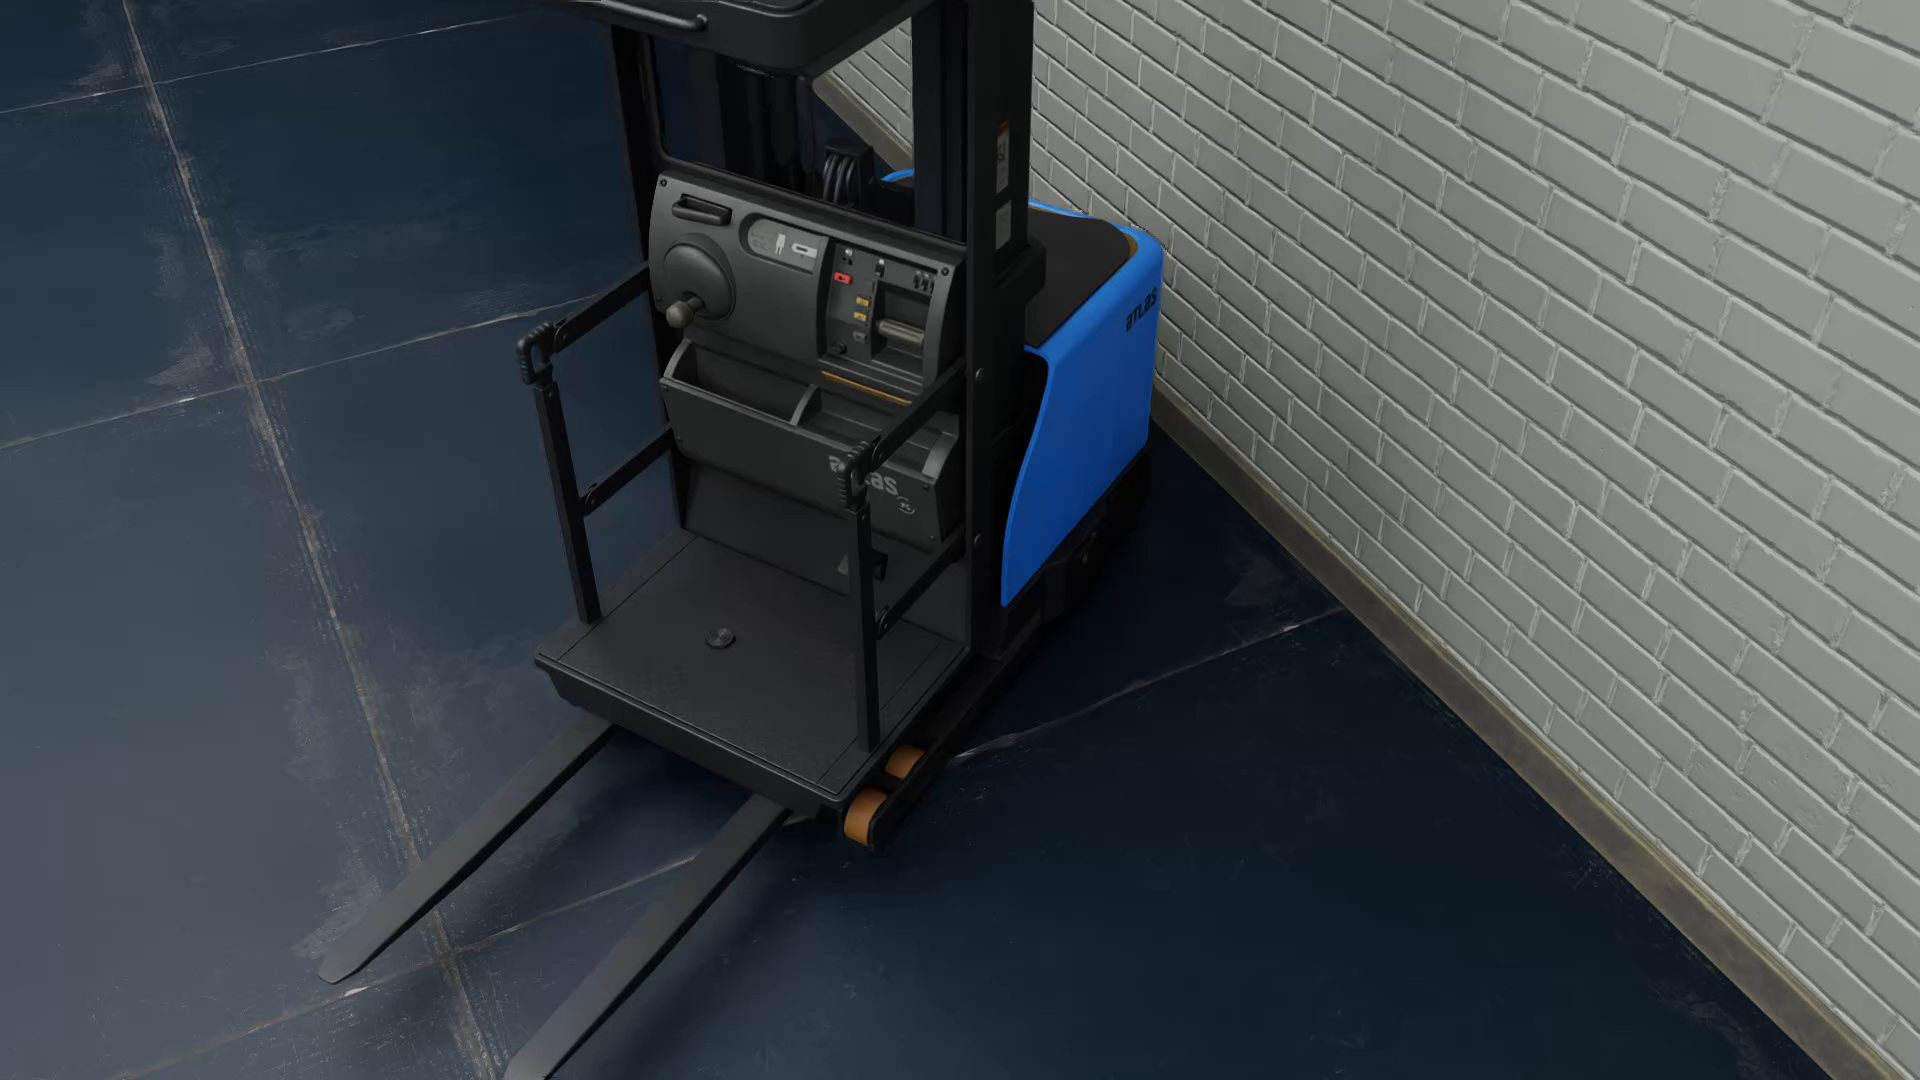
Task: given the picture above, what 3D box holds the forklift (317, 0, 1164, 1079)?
[{"bbox_3d":[-0.534,-0.596,4.186,1.130,2.935,3.031,21,45,23],"label":"forklift"}]
